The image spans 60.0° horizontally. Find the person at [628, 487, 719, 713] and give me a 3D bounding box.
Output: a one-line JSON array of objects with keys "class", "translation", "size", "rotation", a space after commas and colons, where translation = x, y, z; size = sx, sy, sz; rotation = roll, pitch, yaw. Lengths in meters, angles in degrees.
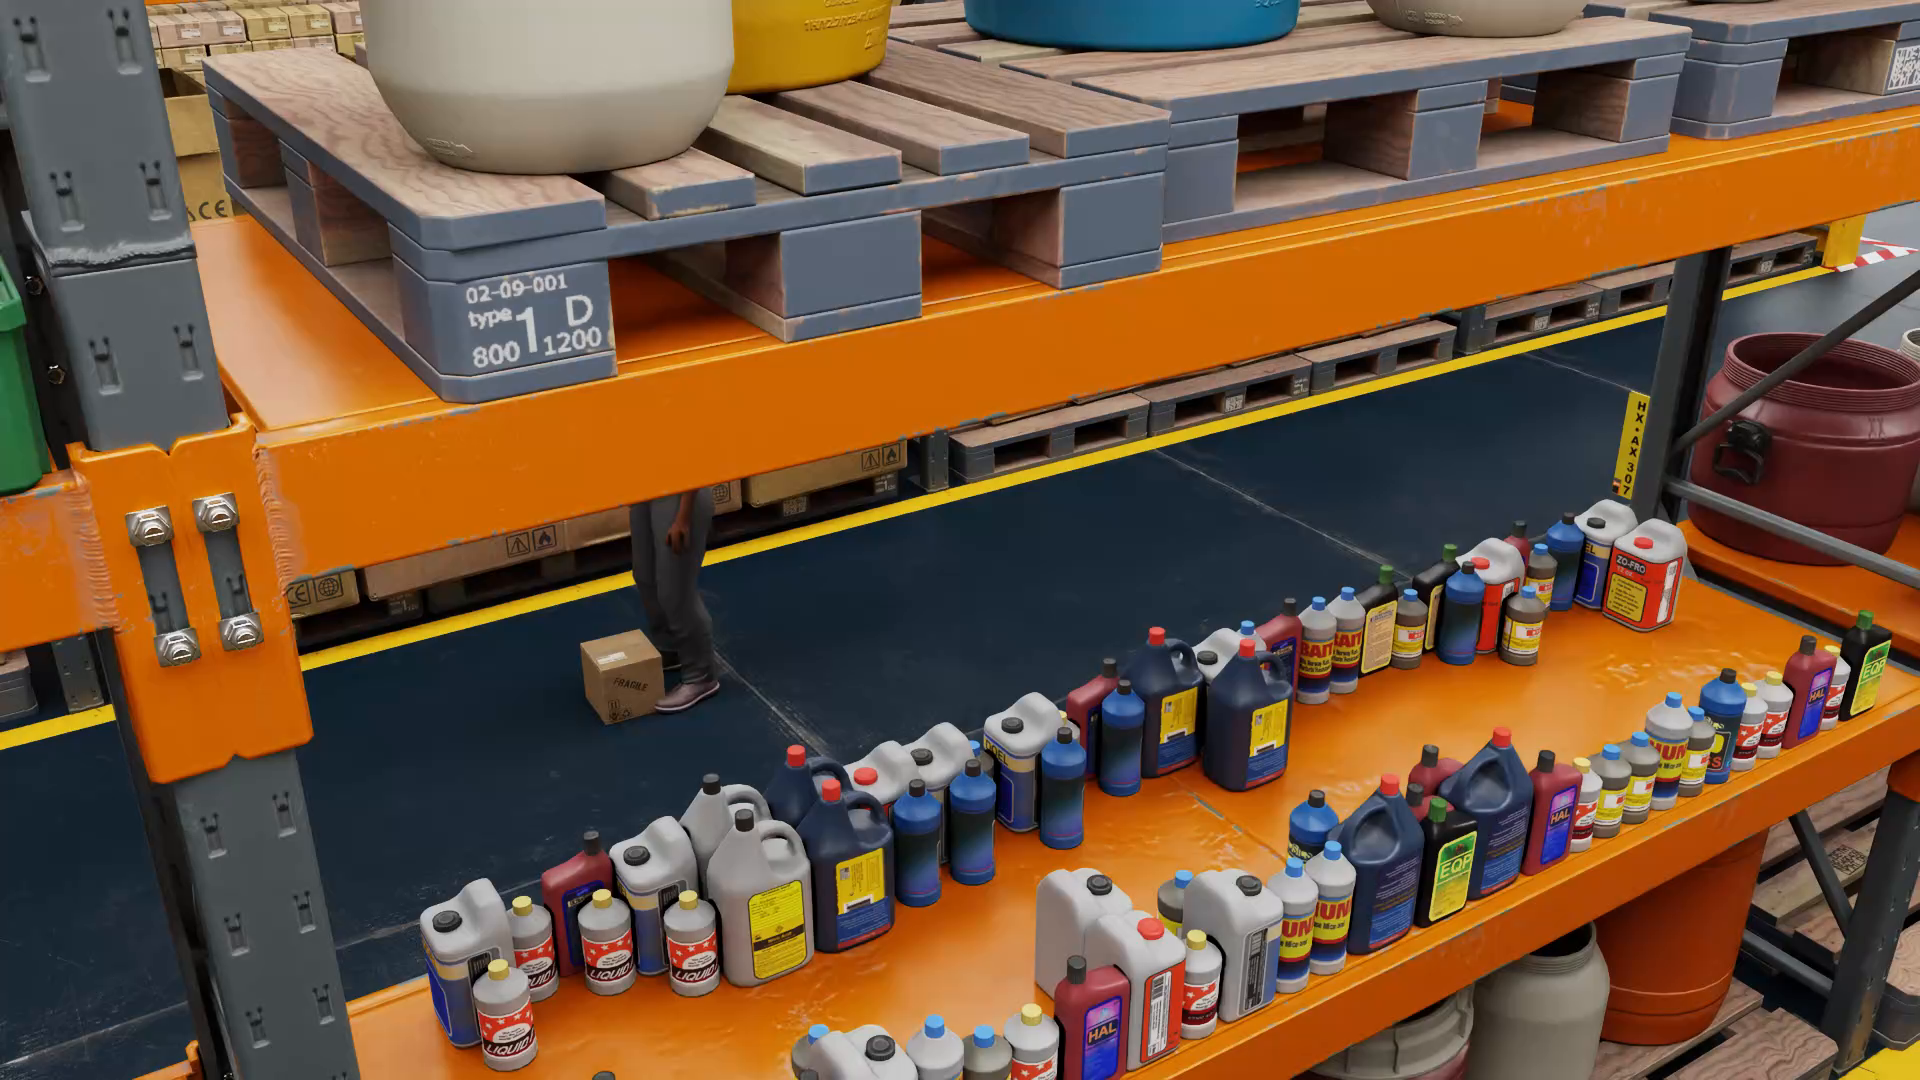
[{"class": "person", "translation": [-1.149, -0.151, 6.433], "size": [0.349, 1.655, 0.508], "rotation": [-16, 29, -30]}]
